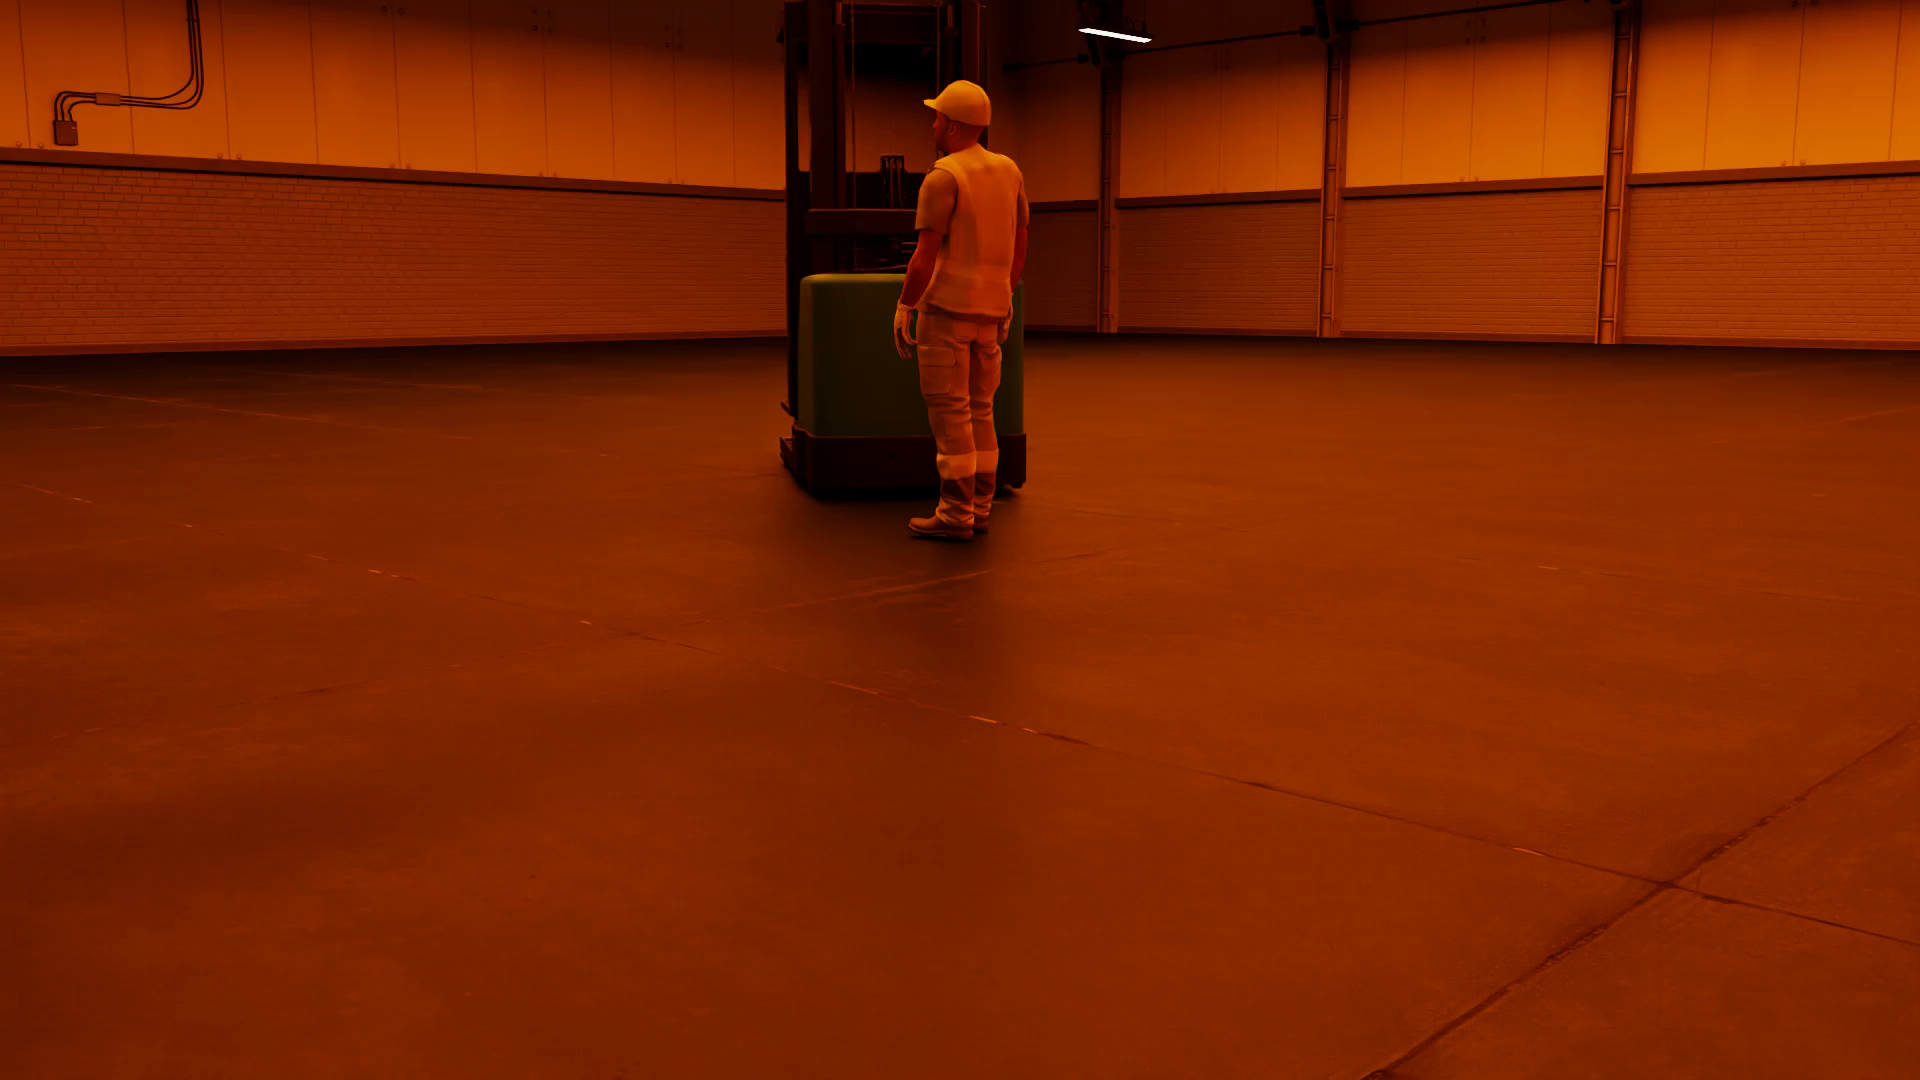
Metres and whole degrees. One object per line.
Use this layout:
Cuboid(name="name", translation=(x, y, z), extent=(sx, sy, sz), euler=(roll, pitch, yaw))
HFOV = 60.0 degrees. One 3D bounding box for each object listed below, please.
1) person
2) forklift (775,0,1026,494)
Cuboid(name="person", translation=(-0.049, -0.902, 6.647), extent=(0.563, 1.788, 0.638), euler=(8, 12, 43))
Cuboid(name="forklift", translation=(-0.434, -1.858, 9.210), extent=(1.130, 2.935, 3.031), euler=(-1, 9, -10))
